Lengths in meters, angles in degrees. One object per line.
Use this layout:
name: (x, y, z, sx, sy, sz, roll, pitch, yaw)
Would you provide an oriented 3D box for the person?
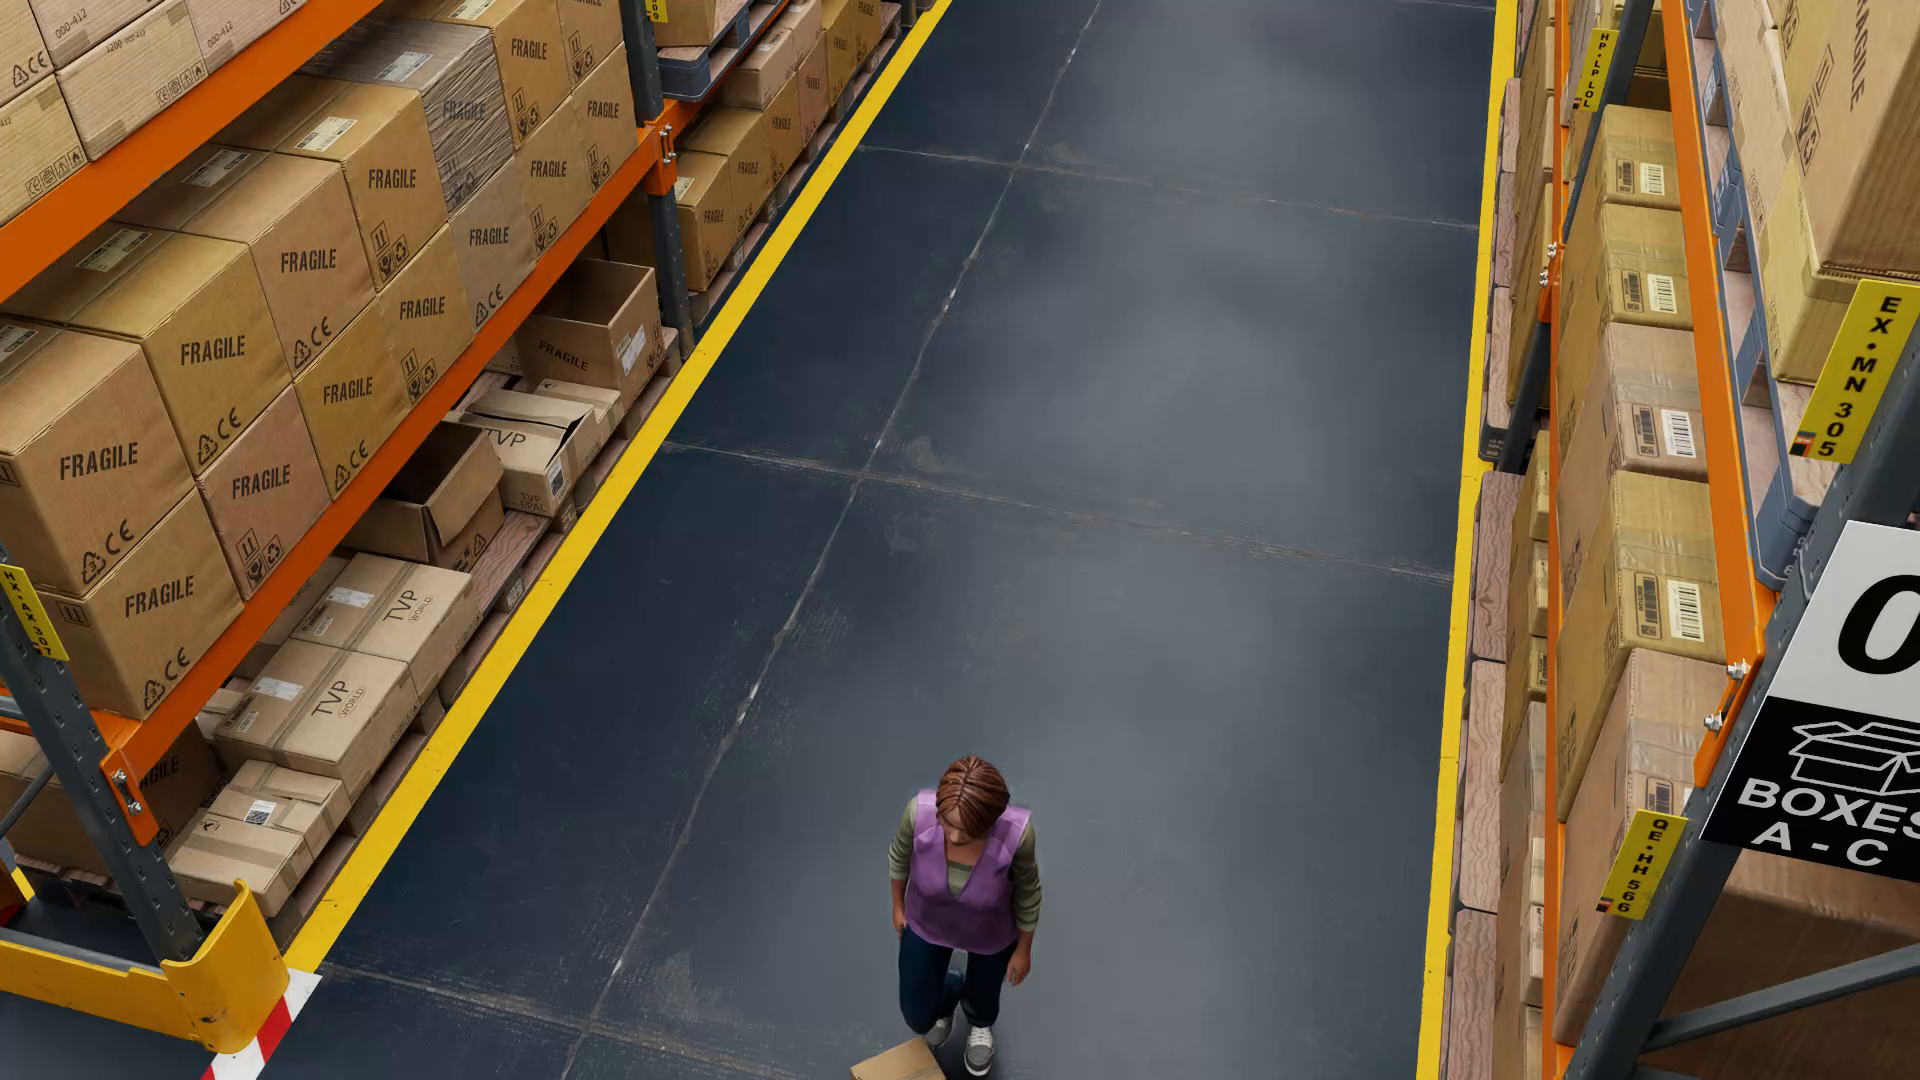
person: (0.018, 1.108, 4.889, 0.450, 1.583, 0.456, 5, 42, 6)
